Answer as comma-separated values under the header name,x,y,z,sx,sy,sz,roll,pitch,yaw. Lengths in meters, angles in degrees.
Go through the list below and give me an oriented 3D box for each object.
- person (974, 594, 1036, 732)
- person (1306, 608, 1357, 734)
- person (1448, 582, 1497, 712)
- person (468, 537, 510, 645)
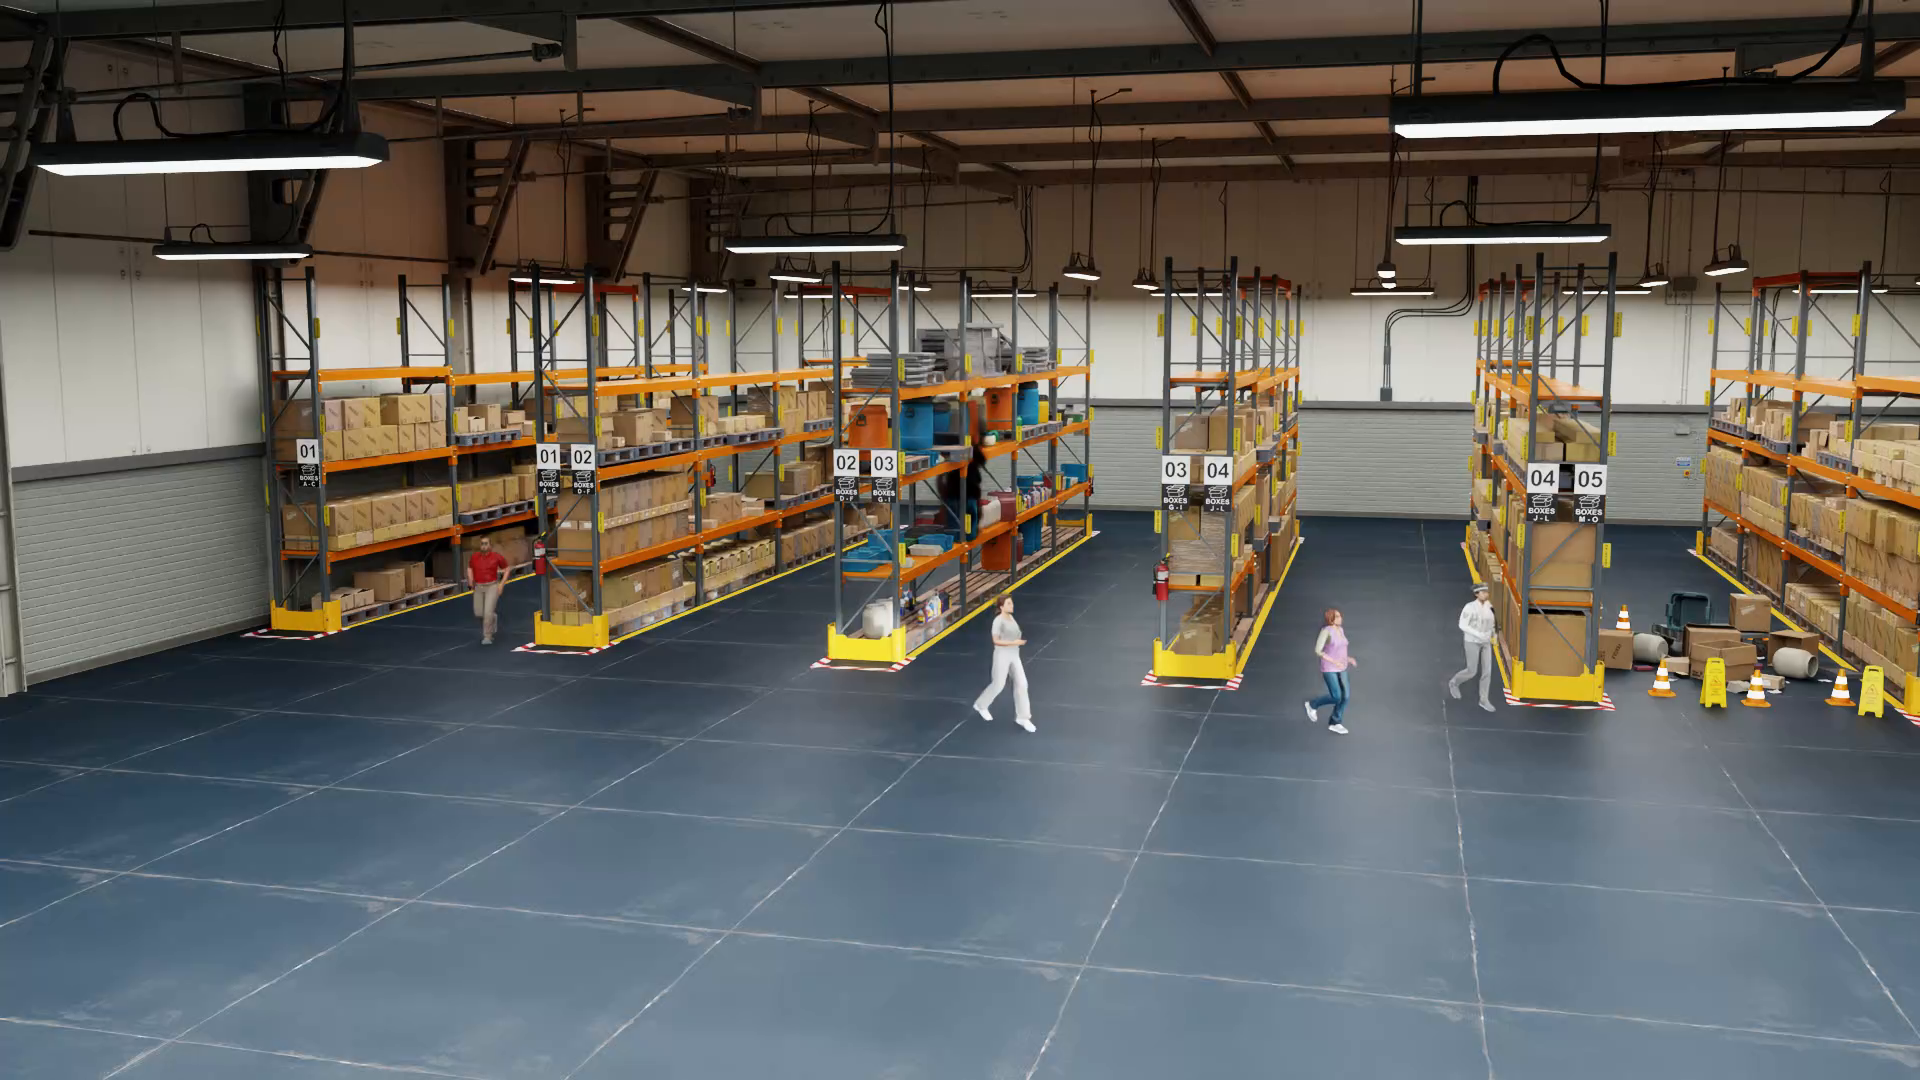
name,x,y,z,sx,sy,sz,roll,pitch,yaw
person,0.555,1.518,20.880,0.927,1.696,0.554,6,9,39
person,4.620,1.614,20.741,0.540,1.555,0.576,-7,10,-42
person,6.852,1.383,22.105,0.607,1.706,0.781,-3,8,-24
person,-7.578,0.800,26.702,0.695,1.703,0.656,1,7,10
